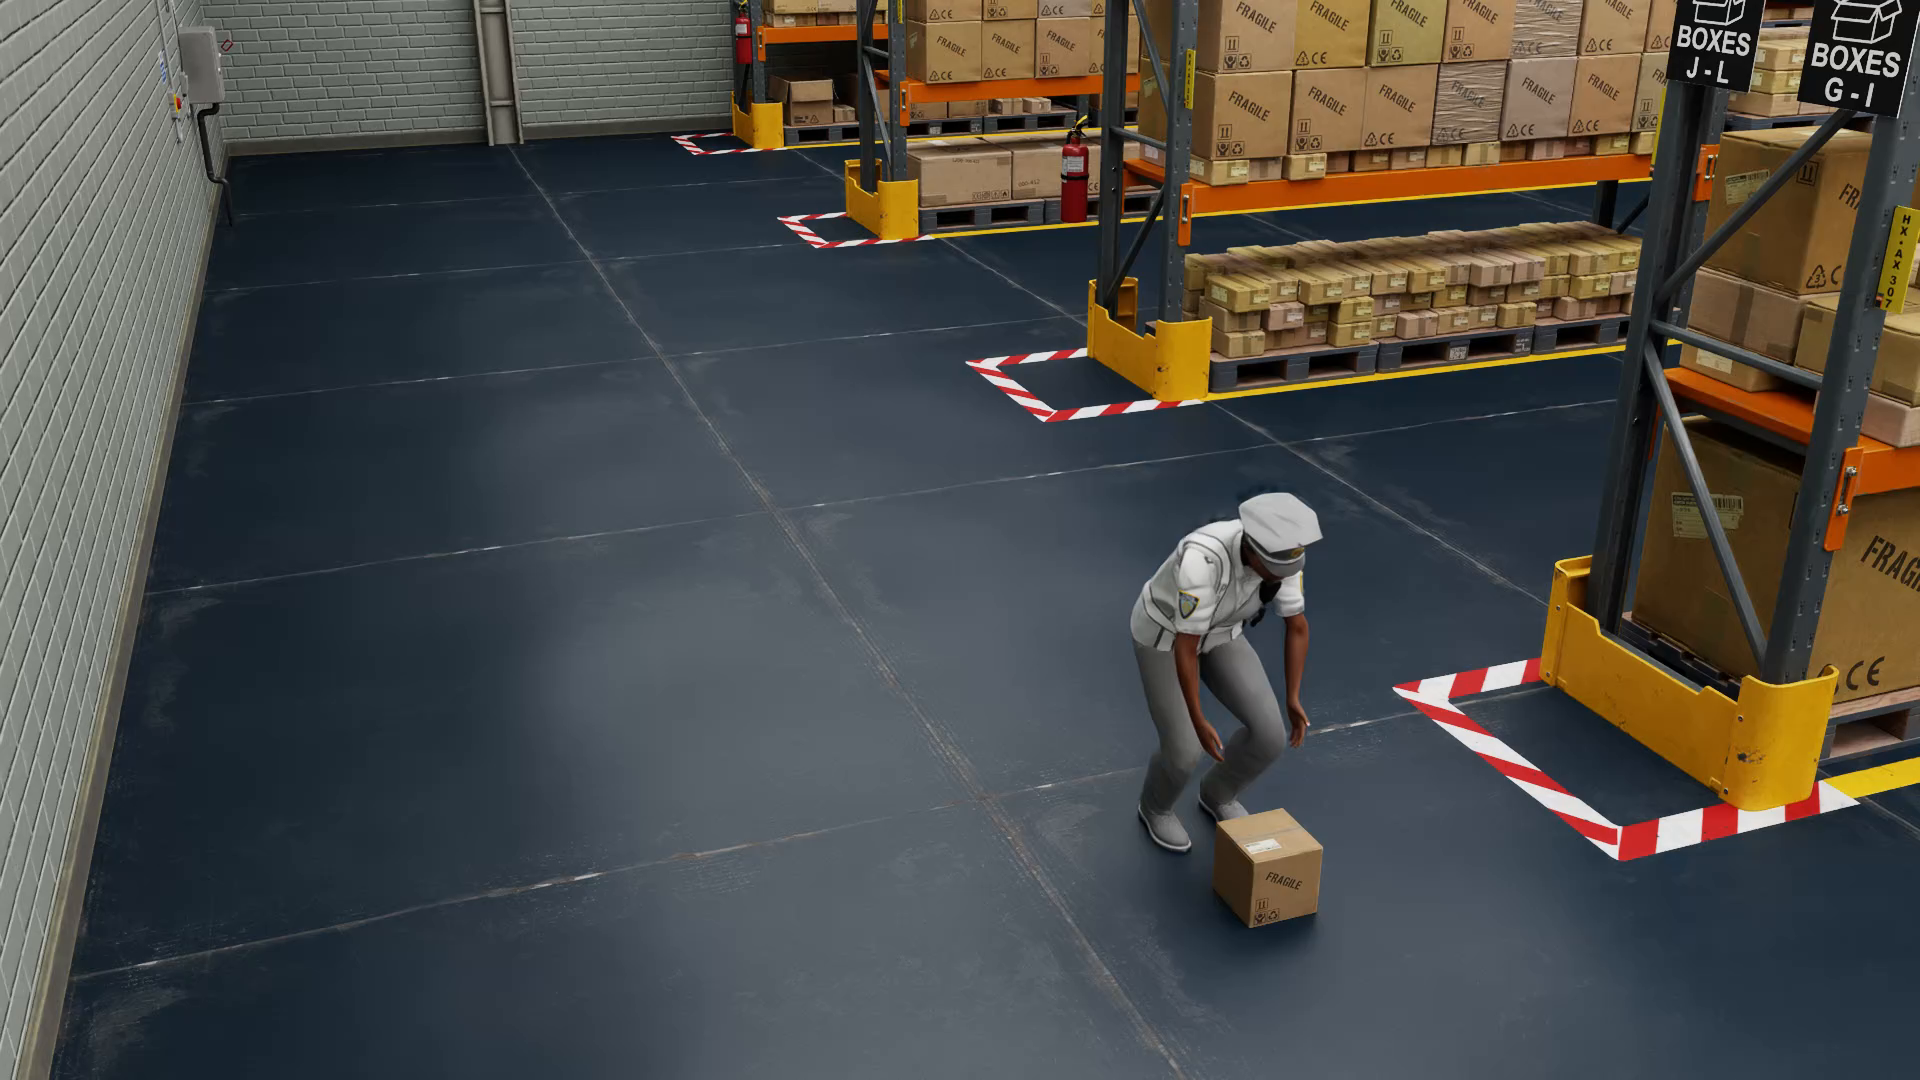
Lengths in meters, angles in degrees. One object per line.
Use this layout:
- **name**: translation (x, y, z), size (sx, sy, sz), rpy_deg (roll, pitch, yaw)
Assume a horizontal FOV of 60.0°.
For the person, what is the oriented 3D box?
- **person**: translation (0.887, 0.416, 5.540), size (0.496, 1.331, 0.741), rpy_deg (-8, 24, -19)
